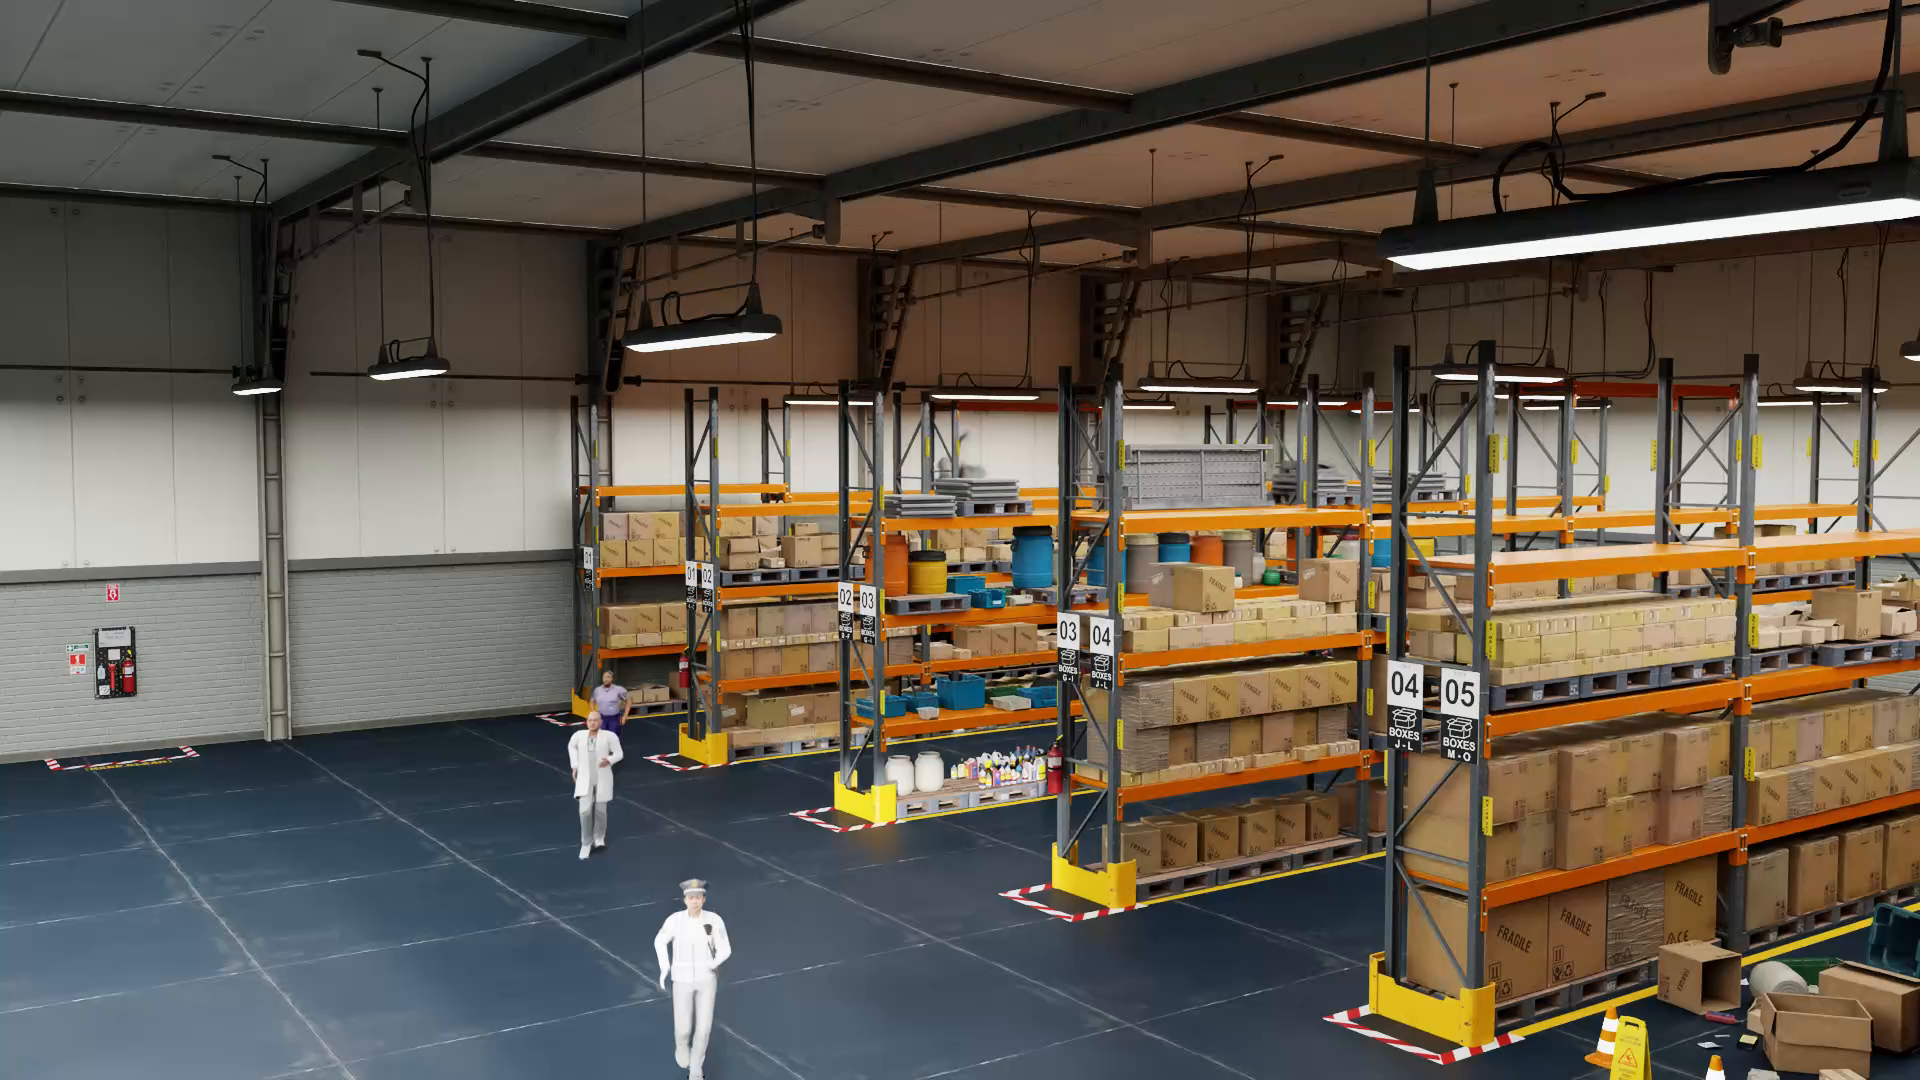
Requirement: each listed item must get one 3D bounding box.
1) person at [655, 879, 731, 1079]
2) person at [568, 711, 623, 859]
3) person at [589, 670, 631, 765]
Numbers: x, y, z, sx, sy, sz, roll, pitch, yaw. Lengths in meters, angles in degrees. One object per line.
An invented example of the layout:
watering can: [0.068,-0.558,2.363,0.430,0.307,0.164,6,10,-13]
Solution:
person: [-2.132,3.535,13.304,0.605,1.659,0.535,-1,3,-10]
person: [-4.542,3.046,20.722,0.688,1.839,0.810,-1,3,-9]
person: [-5.437,2.818,25.832,0.643,1.608,0.561,0,3,-1]
